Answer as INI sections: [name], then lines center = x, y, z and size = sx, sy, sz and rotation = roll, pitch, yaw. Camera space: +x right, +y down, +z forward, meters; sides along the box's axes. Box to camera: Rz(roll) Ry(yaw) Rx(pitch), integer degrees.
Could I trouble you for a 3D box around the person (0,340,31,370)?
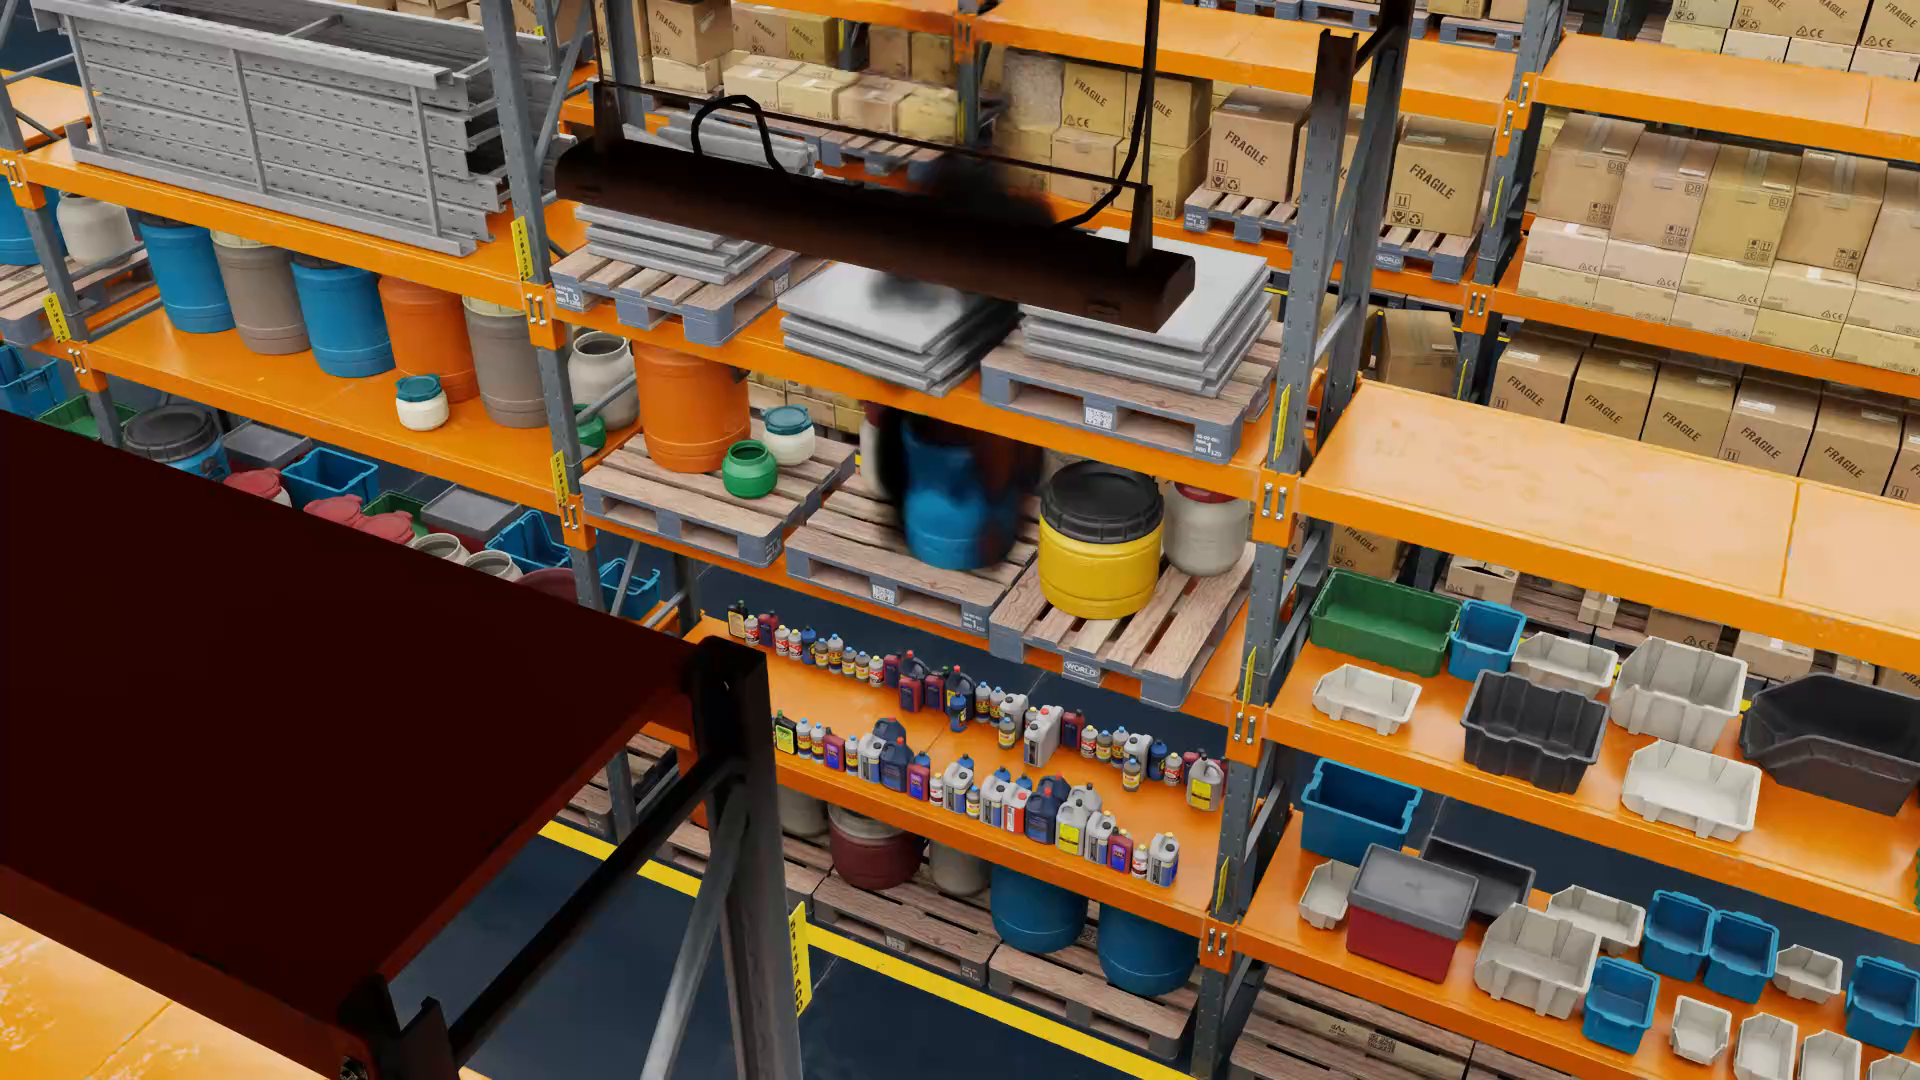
[person]
center = -8.697, -1.822, 14.899
size = 0.782, 1.839, 0.640
rotation = -10, 36, -14
